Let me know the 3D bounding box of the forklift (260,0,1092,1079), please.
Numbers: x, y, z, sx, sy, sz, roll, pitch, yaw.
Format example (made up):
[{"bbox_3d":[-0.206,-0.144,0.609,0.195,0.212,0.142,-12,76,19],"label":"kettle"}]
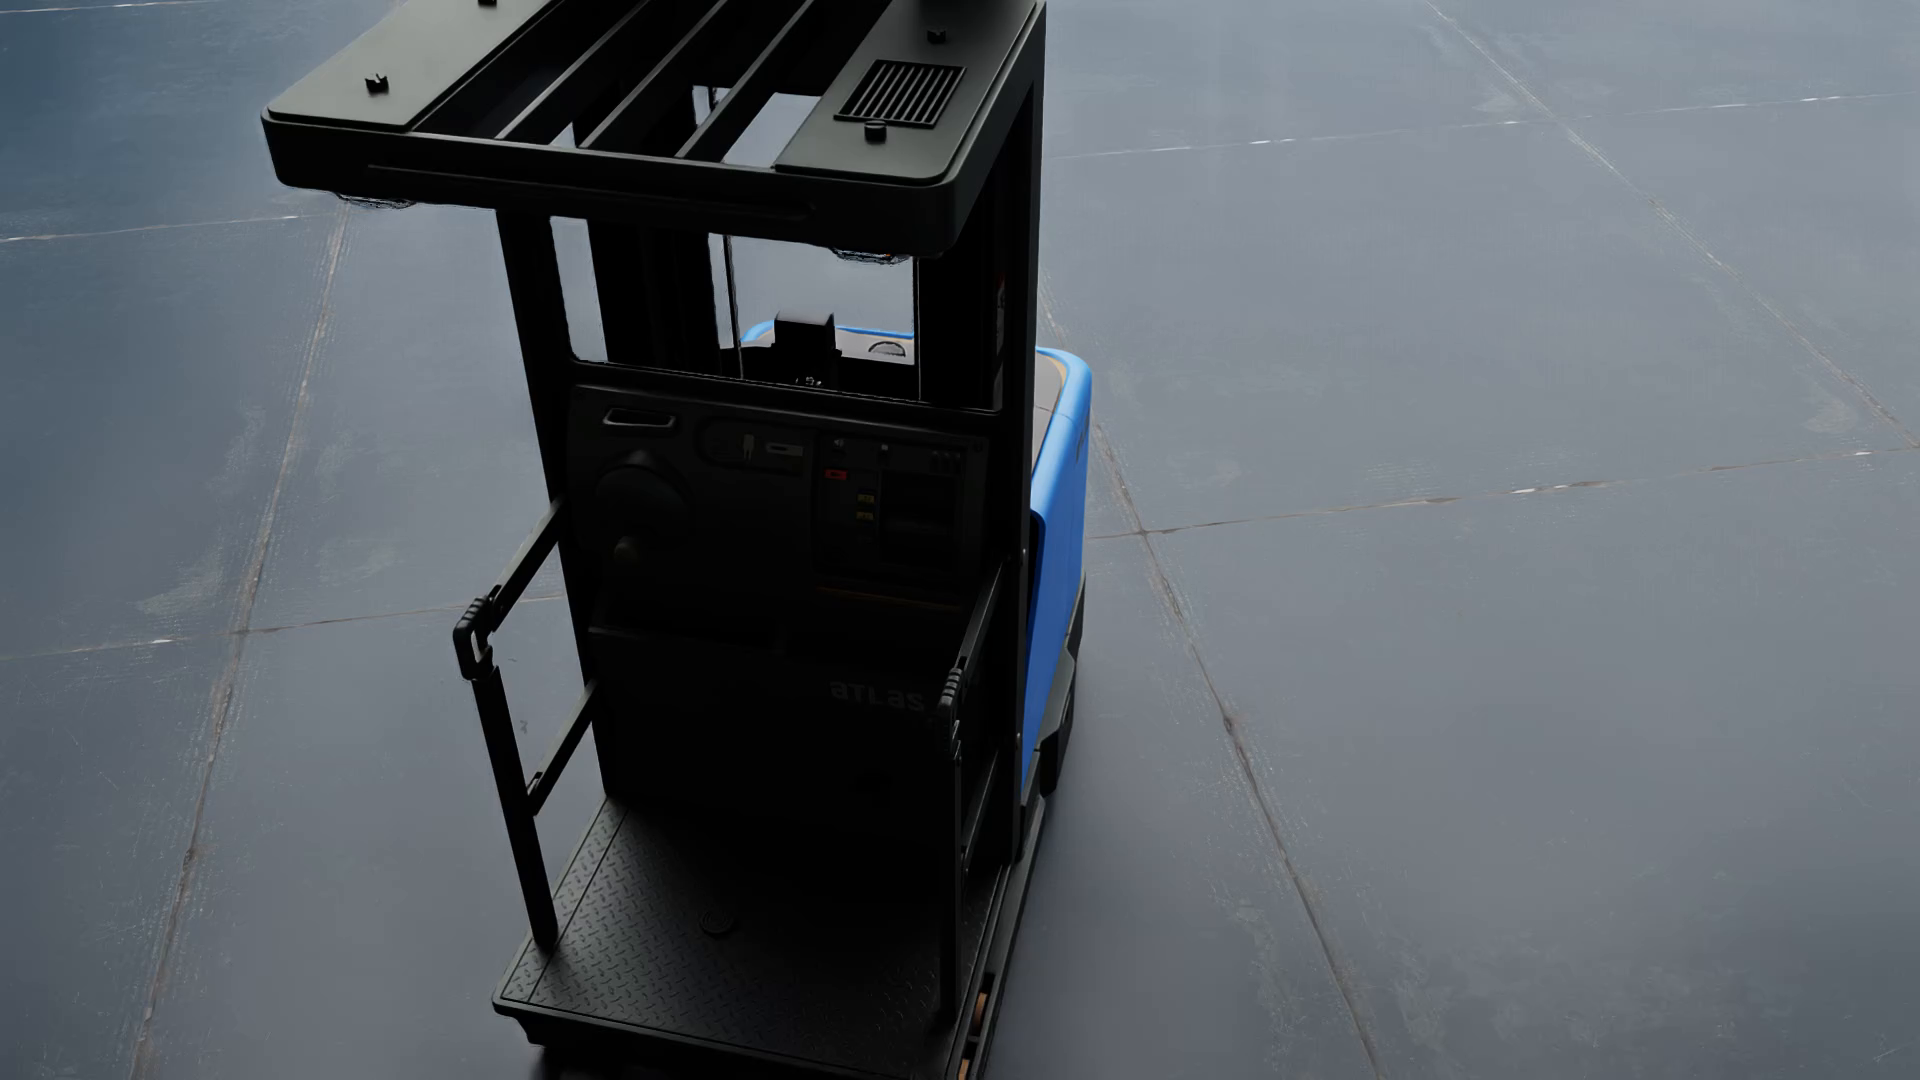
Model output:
[{"bbox_3d":[-0.444,-0.026,3.394,1.130,2.935,3.031,8,39,10],"label":"forklift"}]
